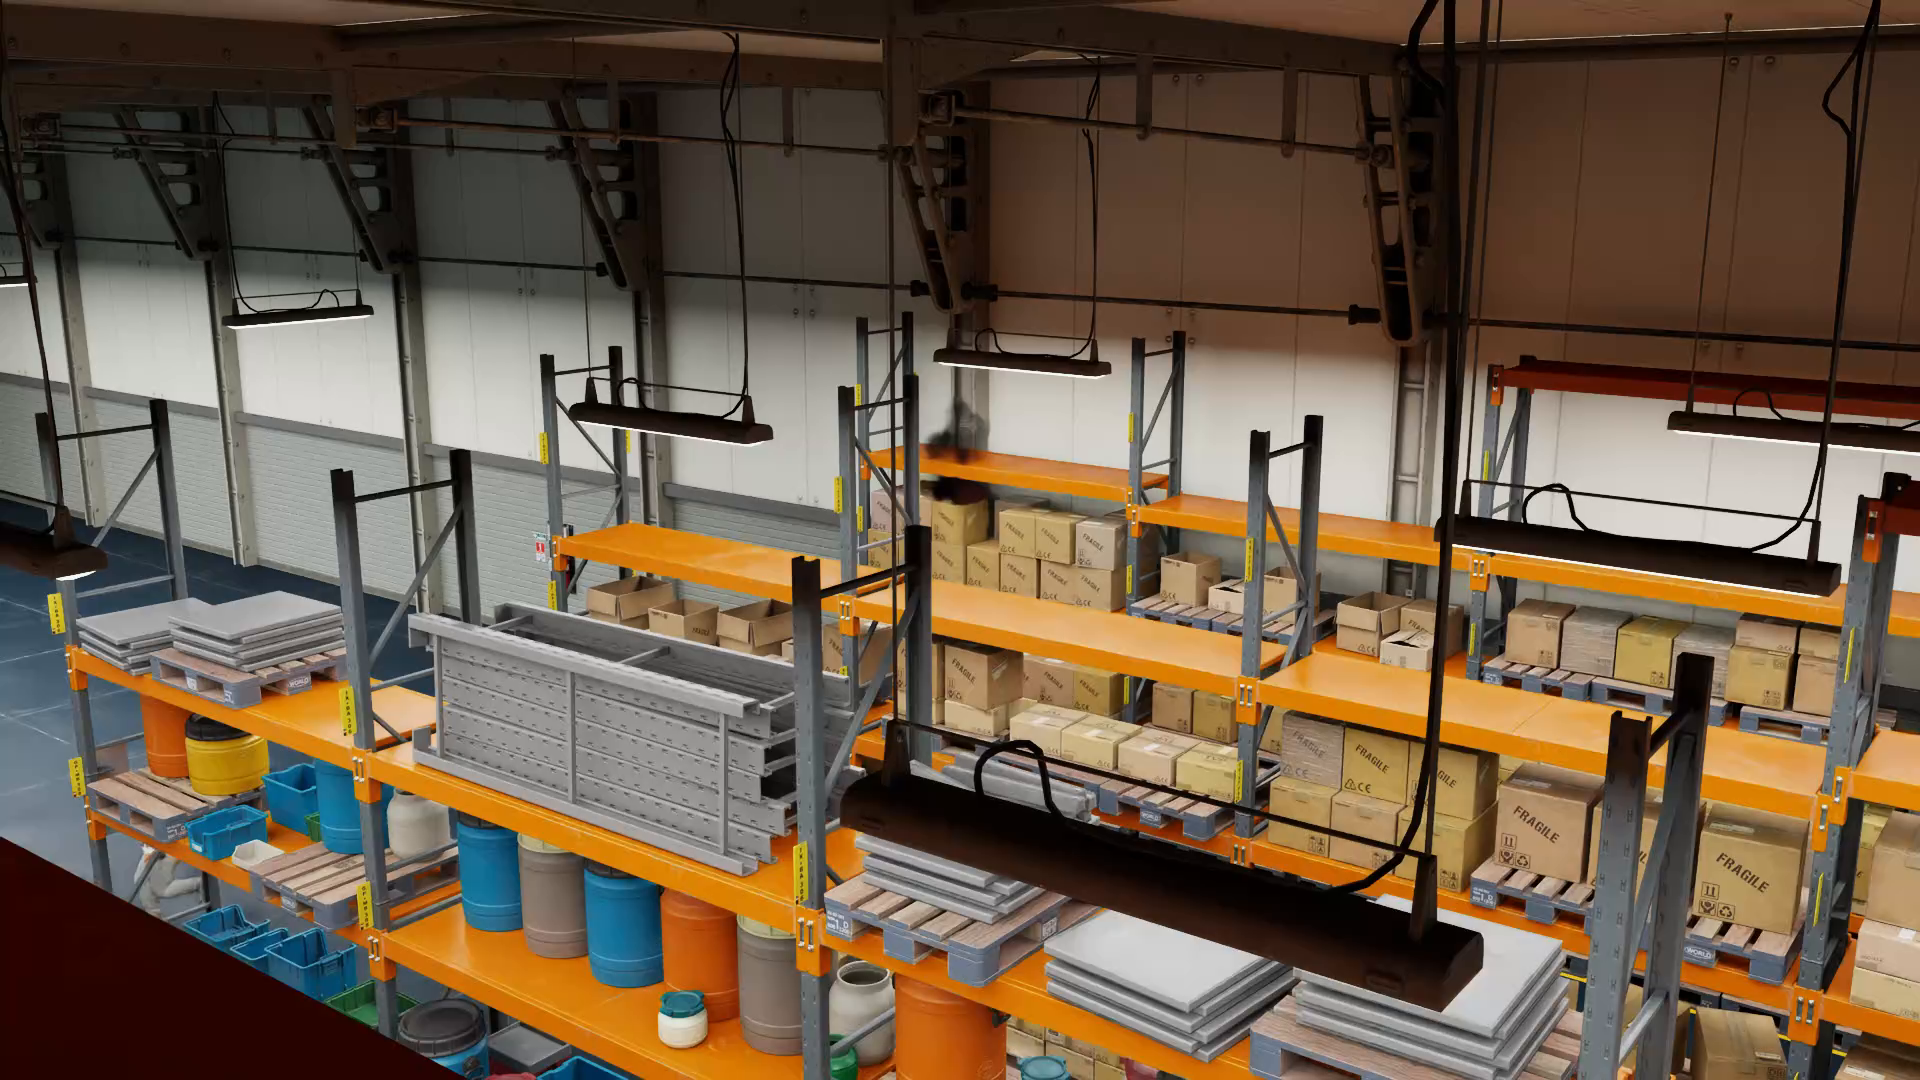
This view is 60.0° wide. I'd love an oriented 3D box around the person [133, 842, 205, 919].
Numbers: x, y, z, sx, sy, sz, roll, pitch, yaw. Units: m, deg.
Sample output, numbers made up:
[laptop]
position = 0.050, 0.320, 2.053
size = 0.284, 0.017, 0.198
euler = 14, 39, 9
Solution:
[person]
position = -8.395, 3.299, 17.575
size = 0.770, 1.630, 0.602
euler = -7, 15, -28
